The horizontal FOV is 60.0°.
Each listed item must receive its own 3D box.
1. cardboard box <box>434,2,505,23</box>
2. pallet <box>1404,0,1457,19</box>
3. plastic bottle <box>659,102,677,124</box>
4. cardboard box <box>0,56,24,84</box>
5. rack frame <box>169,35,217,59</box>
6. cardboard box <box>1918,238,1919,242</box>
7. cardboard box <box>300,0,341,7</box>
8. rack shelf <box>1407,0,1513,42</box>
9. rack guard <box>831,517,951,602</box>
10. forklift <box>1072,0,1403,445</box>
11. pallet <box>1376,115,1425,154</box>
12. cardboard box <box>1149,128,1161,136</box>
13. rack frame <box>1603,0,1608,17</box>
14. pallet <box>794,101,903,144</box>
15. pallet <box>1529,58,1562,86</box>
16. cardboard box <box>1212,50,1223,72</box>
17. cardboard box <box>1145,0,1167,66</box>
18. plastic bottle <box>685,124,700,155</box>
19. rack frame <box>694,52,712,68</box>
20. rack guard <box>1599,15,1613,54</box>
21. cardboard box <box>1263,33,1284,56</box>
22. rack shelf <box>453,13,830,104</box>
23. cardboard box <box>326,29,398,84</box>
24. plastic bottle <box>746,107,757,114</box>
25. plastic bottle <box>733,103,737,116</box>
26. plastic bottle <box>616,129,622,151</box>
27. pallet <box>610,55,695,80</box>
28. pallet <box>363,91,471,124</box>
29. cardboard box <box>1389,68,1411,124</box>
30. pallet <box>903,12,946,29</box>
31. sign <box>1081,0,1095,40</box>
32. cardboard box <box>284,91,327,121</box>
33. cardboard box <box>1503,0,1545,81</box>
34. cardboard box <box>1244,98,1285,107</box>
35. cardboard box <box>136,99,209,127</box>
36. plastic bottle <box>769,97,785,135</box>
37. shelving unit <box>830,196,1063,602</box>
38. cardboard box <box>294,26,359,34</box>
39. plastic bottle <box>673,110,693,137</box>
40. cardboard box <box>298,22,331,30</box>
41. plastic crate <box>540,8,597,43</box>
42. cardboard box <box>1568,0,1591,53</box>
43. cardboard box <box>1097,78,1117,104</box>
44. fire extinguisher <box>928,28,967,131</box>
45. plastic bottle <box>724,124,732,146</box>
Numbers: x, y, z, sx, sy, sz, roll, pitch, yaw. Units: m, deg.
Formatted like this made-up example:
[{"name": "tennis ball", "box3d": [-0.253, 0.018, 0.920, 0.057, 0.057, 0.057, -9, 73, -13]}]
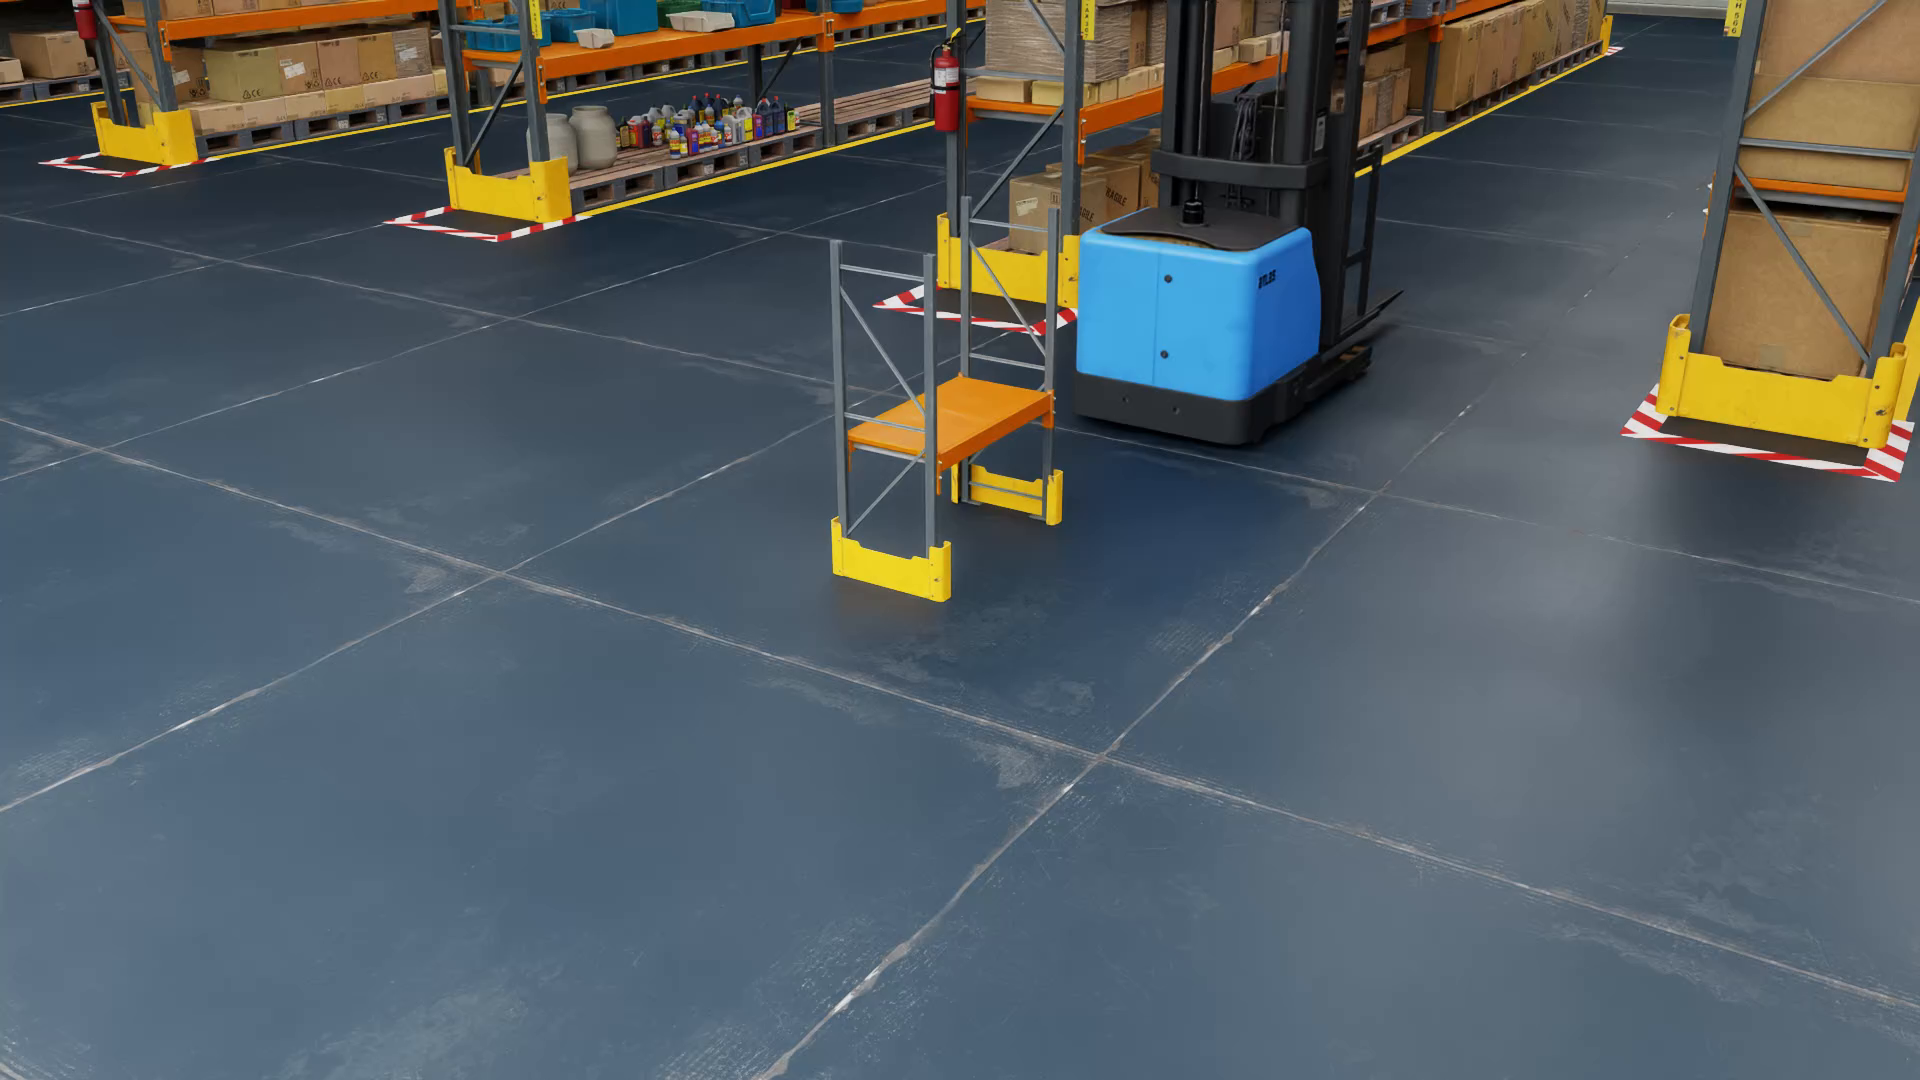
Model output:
[{"name": "cardboard box", "box3d": [-7.543, -8.356, 25.453, 0.750, 0.750, 0.750, 13, 27, 28]}, {"name": "pallet", "box3d": [4.297, -5.464, 16.837, 1.213, 0.211, 1.003, 14, 27, 29]}, {"name": "plastic bottle", "box3d": [-2.838, -4.096, 16.217, 0.144, 0.351, 0.185, 14, 27, 29]}, {"name": "cardboard box", "box3d": [-11.520, -5.604, 19.749, 0.500, 0.311, 0.500, 16, 28, 33]}, {"name": "rack frame", "box3d": [-10.152, -7.579, 21.481, 1.000, 3.000, 0.127, 14, 27, 29]}, {"name": "cardboard box", "box3d": [6.884, -2.780, 12.699, 1.050, 0.750, 0.750, 14, 27, 29]}, {"name": "cardboard box", "box3d": [-6.980, -5.916, 17.513, 0.700, 0.500, 0.500, 15, 27, 31]}, {"name": "rack shelf", "box3d": [5.637, -6.160, 19.108, 1.077, 0.370, 4.000, 14, 27, 29]}, {"name": "rack guard", "box3d": [-0.303, 0.079, 7.253, 0.587, 0.250, 0.087, 14, 27, 29]}, {"name": "forklift", "box3d": [1.843, -2.379, 9.556, 1.130, 2.935, 3.031, 14, 27, 30]}, {"name": "pallet", "box3d": [4.169, -4.272, 17.351, 1.003, 0.211, 1.213, 14, 27, 29]}, {"name": "cardboard box", "box3d": [1.932, -3.189, 13.958, 0.500, 0.500, 0.500, -18, 29, -36]}, {"name": "rack frame", "box3d": [8.802, -8.515, 23.643, 1.000, 3.000, 0.127, 14, 27, 29]}, {"name": "pallet", "box3d": [-1.354, -4.496, 17.870, 1.003, 0.211, 1.213, 14, 27, 29]}, {"name": "pallet", "box3d": [7.160, -6.125, 21.634, 1.003, 0.211, 1.213, 14, 27, 29]}, {"name": "cardboard box", "box3d": [1.805, -3.712, 12.865, 0.380, 0.149, 0.250, 14, 27, 29]}, {"name": "cardboard box", "box3d": [1.138, -3.830, 12.322, 0.875, 0.500, 0.500, 14, 27, 29]}, {"name": "plastic bottle", "box3d": [-2.490, -3.727, 15.449, 0.061, 0.283, 0.133, 14, 27, 30]}, {"name": "rack frame", "box3d": [-3.832, -7.892, 22.204, 1.000, 3.000, 0.127, 14, 27, 29]}, {"name": "rack guard", "box3d": [8.815, -7.376, 24.158, 1.175, 0.500, 0.348, 14, 27, 29]}, {"name": "cardboard box", "box3d": [2.469, -4.133, 13.837, 0.380, 0.149, 0.250, 14, 27, 29]}, {"name": "rack shelf", "box3d": [-2.791, -4.497, 15.269, 1.077, 0.370, 4.000, 14, 27, 29]}, {"name": "cardboard box", "box3d": [-6.535, -5.279, 18.156, 0.500, 0.500, 0.500, 14, 27, 29]}, {"name": "plastic bottle", "box3d": [-2.071, -4.135, 16.400, 0.152, 0.276, 0.135, 14, 27, 29]}, {"name": "plastic bottle", "box3d": [-2.330, -4.370, 17.038, 0.097, 0.201, 0.097, 0, 23, 0]}, {"name": "plastic bottle", "box3d": [-3.249, -3.782, 15.679, 0.097, 0.201, 0.097, 0, 23, 0]}, {"name": "pallet", "box3d": [-4.299, -6.343, 22.135, 1.003, 0.211, 1.213, 14, 27, 29]}, {"name": "pallet", "box3d": [-6.397, -5.003, 19.040, 1.003, 0.211, 1.213, 14, 27, 29]}, {"name": "cardboard box", "box3d": [4.246, -4.639, 17.283, 0.700, 0.500, 0.500, 12, 26, 26]}, {"name": "pallet", "box3d": [-0.716, -8.607, 27.367, 1.003, 0.211, 1.213, 14, 27, 29]}, {"name": "sign", "box3d": [0.823, -3.398, 10.734, 0.100, 0.325, 0.005, 14, 27, 29]}, {"name": "cardboard box", "box3d": [-7.055, -4.595, 17.522, 0.500, 0.250, 0.500, 14, 27, 29]}, {"name": "cardboard box", "box3d": [6.372, -6.162, 20.355, 1.225, 0.875, 0.875, 14, 27, 29]}, {"name": "cardboard box", "box3d": [2.814, -3.722, 15.165, 0.700, 0.500, 0.500, 12, 26, 25]}, {"name": "cardboard box", "box3d": [-8.020, -4.366, 16.991, 0.500, 0.250, 0.500, 14, 27, 29]}, {"name": "plastic bottle", "box3d": [-1.830, -4.211, 16.482, 0.144, 0.351, 0.185, 13, 27, 28]}, {"name": "shelving unit", "box3d": [-0.040, -0.663, 7.393, 0.587, 1.500, 1.083, 14, 27, 29]}, {"name": "cardboard box", "box3d": [-6.980, -5.388, 18.410, 0.500, 0.500, 0.500, 14, 27, 29]}, {"name": "plastic bottle", "box3d": [-2.699, -4.039, 16.180, 0.152, 0.276, 0.135, 14, 27, 29]}, {"name": "cardboard box", "box3d": [-9.245, -7.234, 23.277, 0.700, 0.500, 0.500, 14, 27, 30]}, {"name": "plastic crate", "box3d": [-3.488, -4.534, 14.635, 0.499, 0.251, 0.408, 14, 27, 29]}, {"name": "cardboard box", "box3d": [8.052, -7.193, 22.735, 0.875, 0.875, 0.875, 14, 27, 29]}, {"name": "cardboard box", "box3d": [0.863, -3.126, 11.511, 0.380, 0.149, 0.250, 14, 27, 29]}, {"name": "fire extinguisher", "box3d": [-0.090, -3.137, 11.318, 0.296, 0.674, 0.183, 14, 27, 29]}, {"name": "plastic bottle", "box3d": [-2.230, -3.869, 15.880, 0.097, 0.201, 0.097, 0, 23, 0]}]
